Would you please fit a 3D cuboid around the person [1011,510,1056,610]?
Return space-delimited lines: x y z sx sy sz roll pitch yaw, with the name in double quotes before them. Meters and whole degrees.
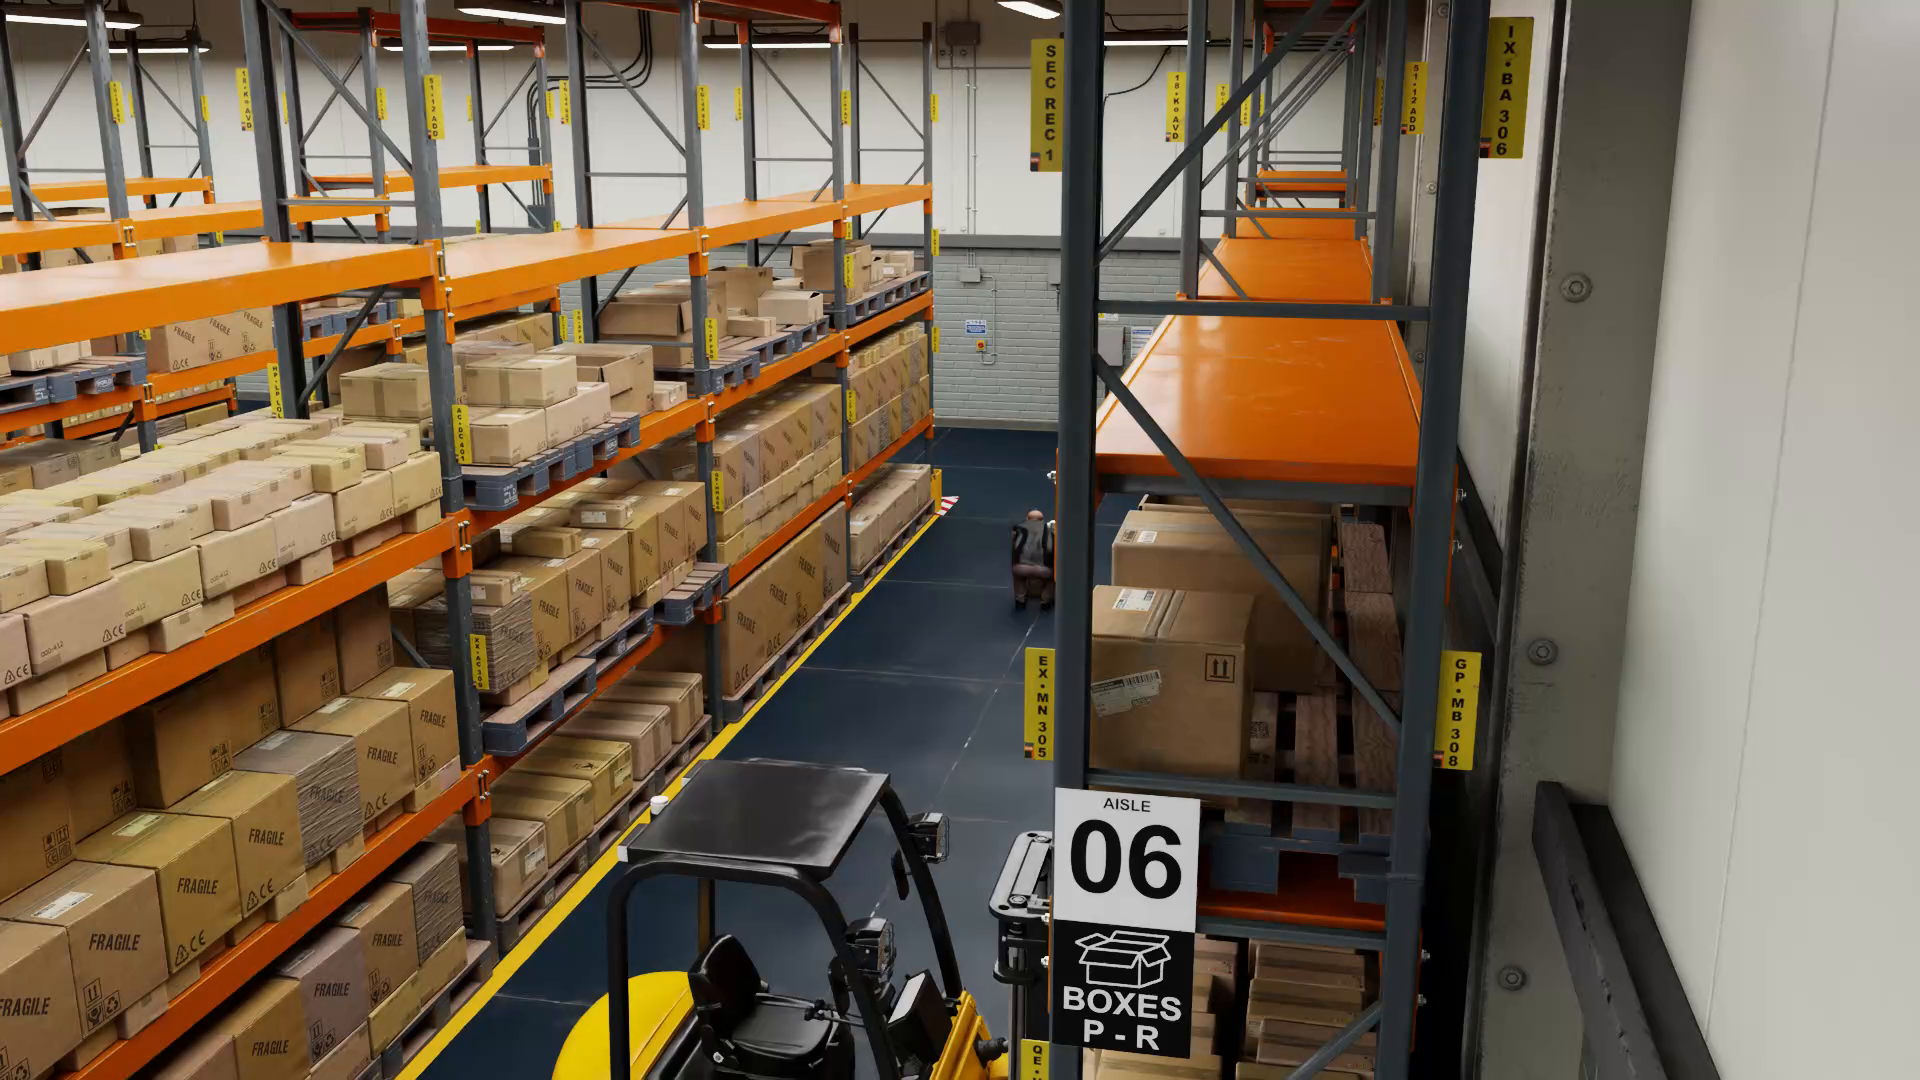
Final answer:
"person" 0.772 0.213 17.299 0.539 0.906 0.857 3 15 11
